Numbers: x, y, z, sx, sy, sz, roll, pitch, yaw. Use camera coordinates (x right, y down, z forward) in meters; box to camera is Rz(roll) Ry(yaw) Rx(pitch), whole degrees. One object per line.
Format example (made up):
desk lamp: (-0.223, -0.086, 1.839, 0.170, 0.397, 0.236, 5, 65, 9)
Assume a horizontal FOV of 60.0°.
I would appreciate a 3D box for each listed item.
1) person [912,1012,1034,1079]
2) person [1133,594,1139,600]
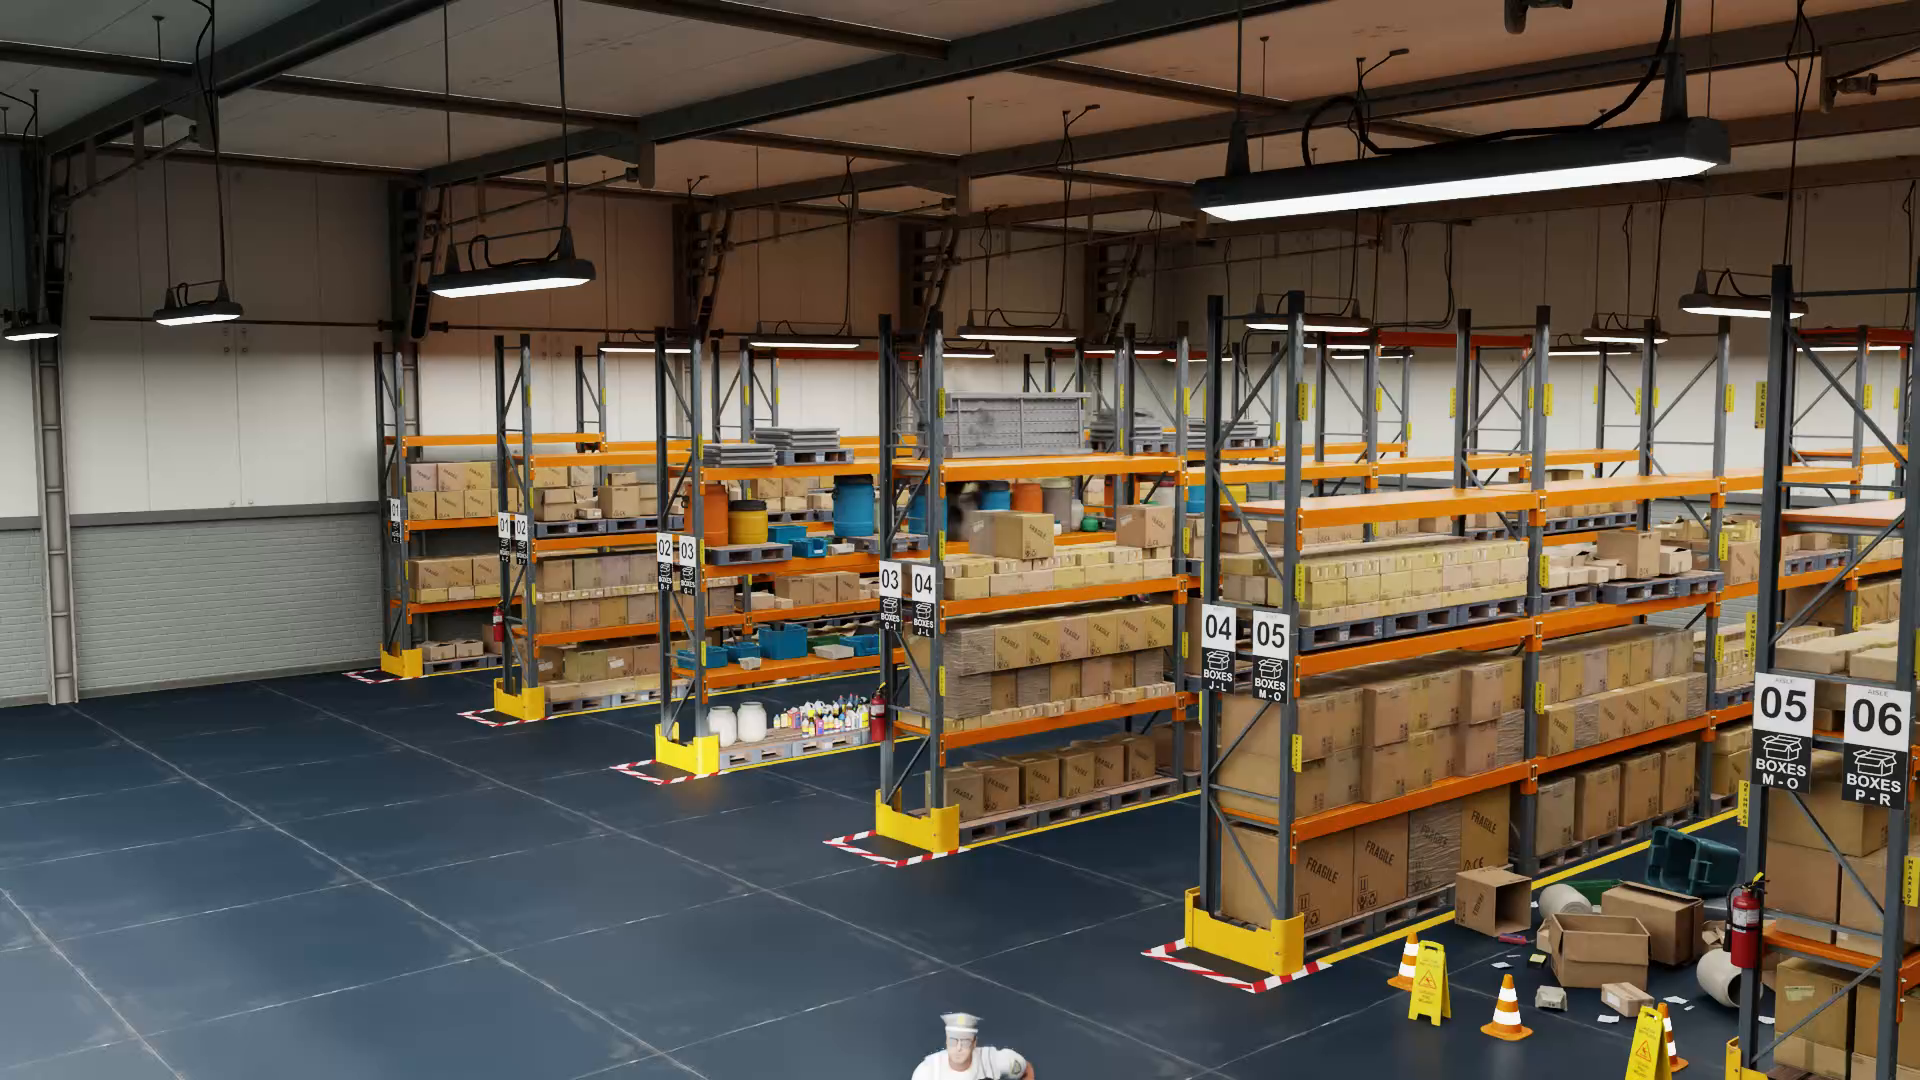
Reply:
person: (0.050, 3.453, 9.262, 0.690, 1.800, 0.849, 1, 5, 10)
person: (3.092, 1.412, 31.476, 0.668, 1.767, 0.939, 4, 7, 41)
